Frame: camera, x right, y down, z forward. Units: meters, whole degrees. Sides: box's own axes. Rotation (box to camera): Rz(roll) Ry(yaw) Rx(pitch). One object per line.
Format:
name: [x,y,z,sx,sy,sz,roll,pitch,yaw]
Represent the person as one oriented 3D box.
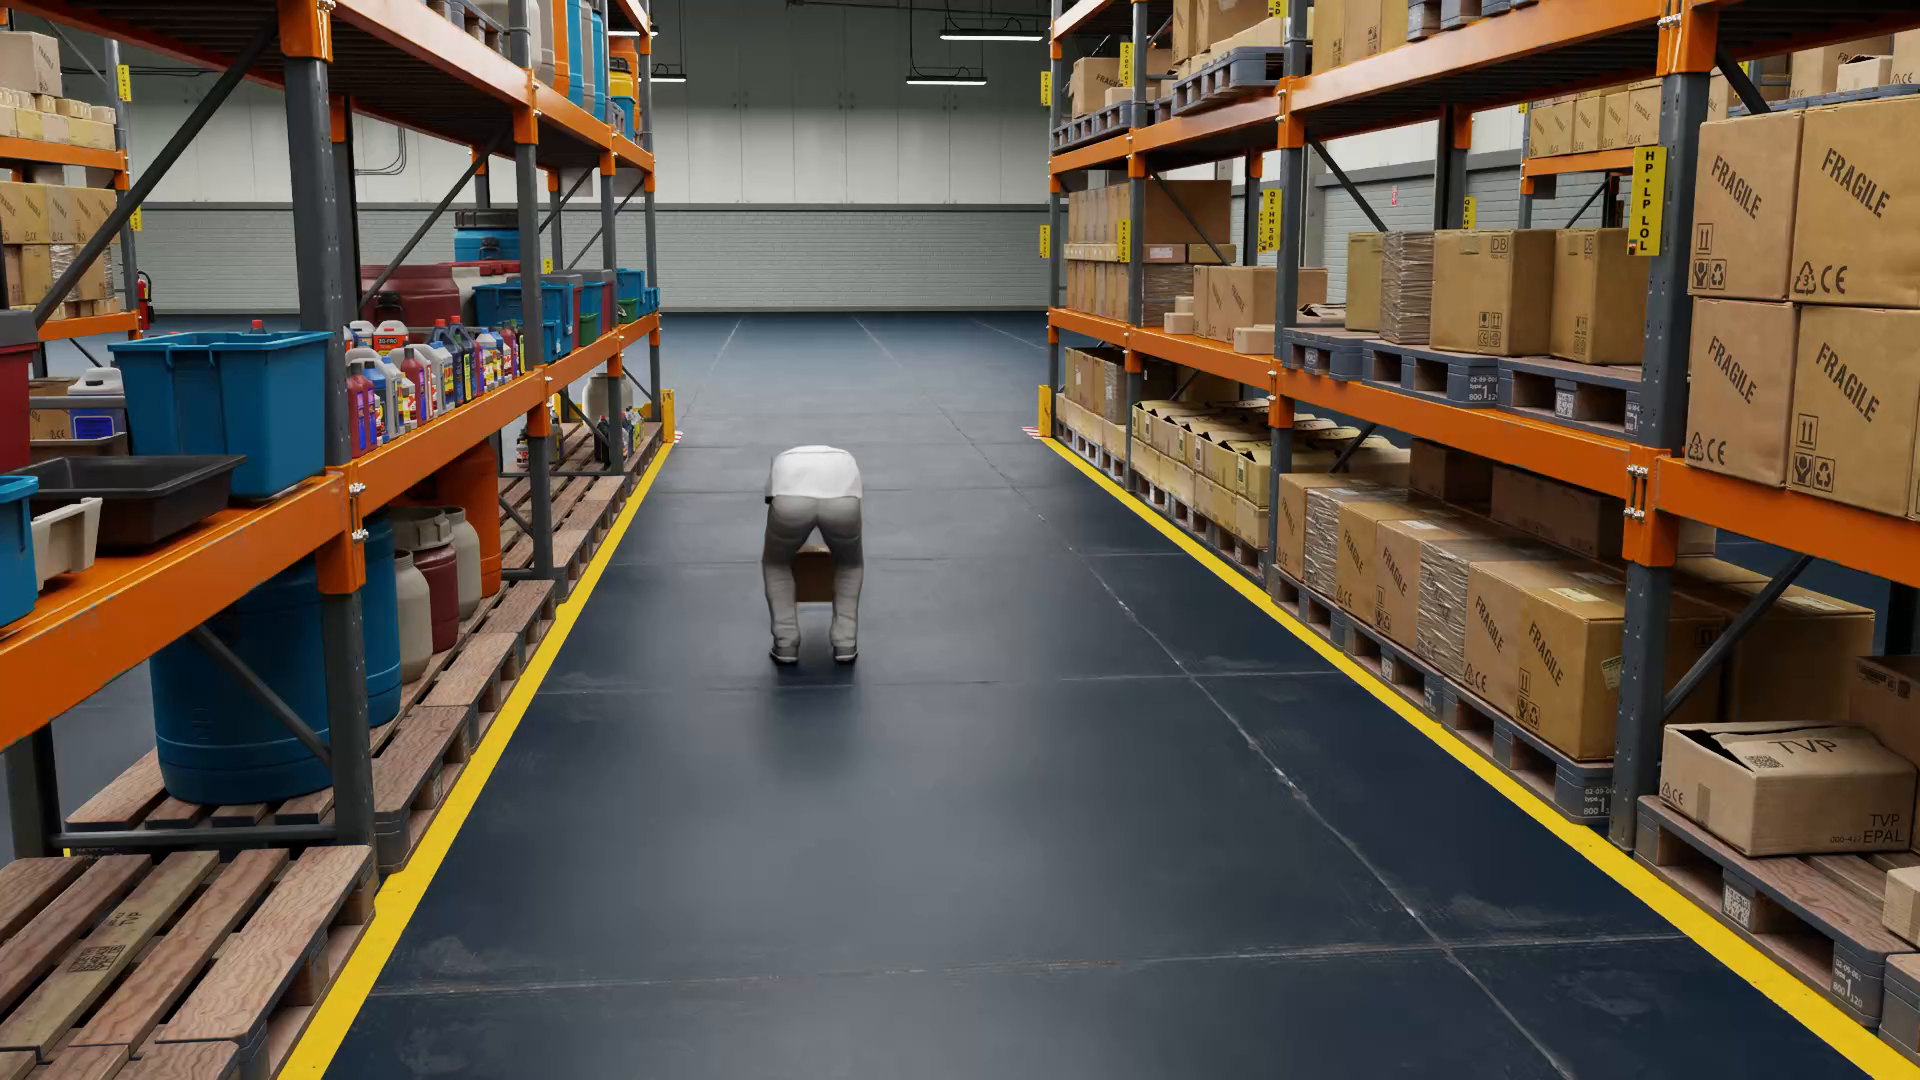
person: [-0.718,0.032,8.053,0.492,1.025,0.951,-2,10,-8]
